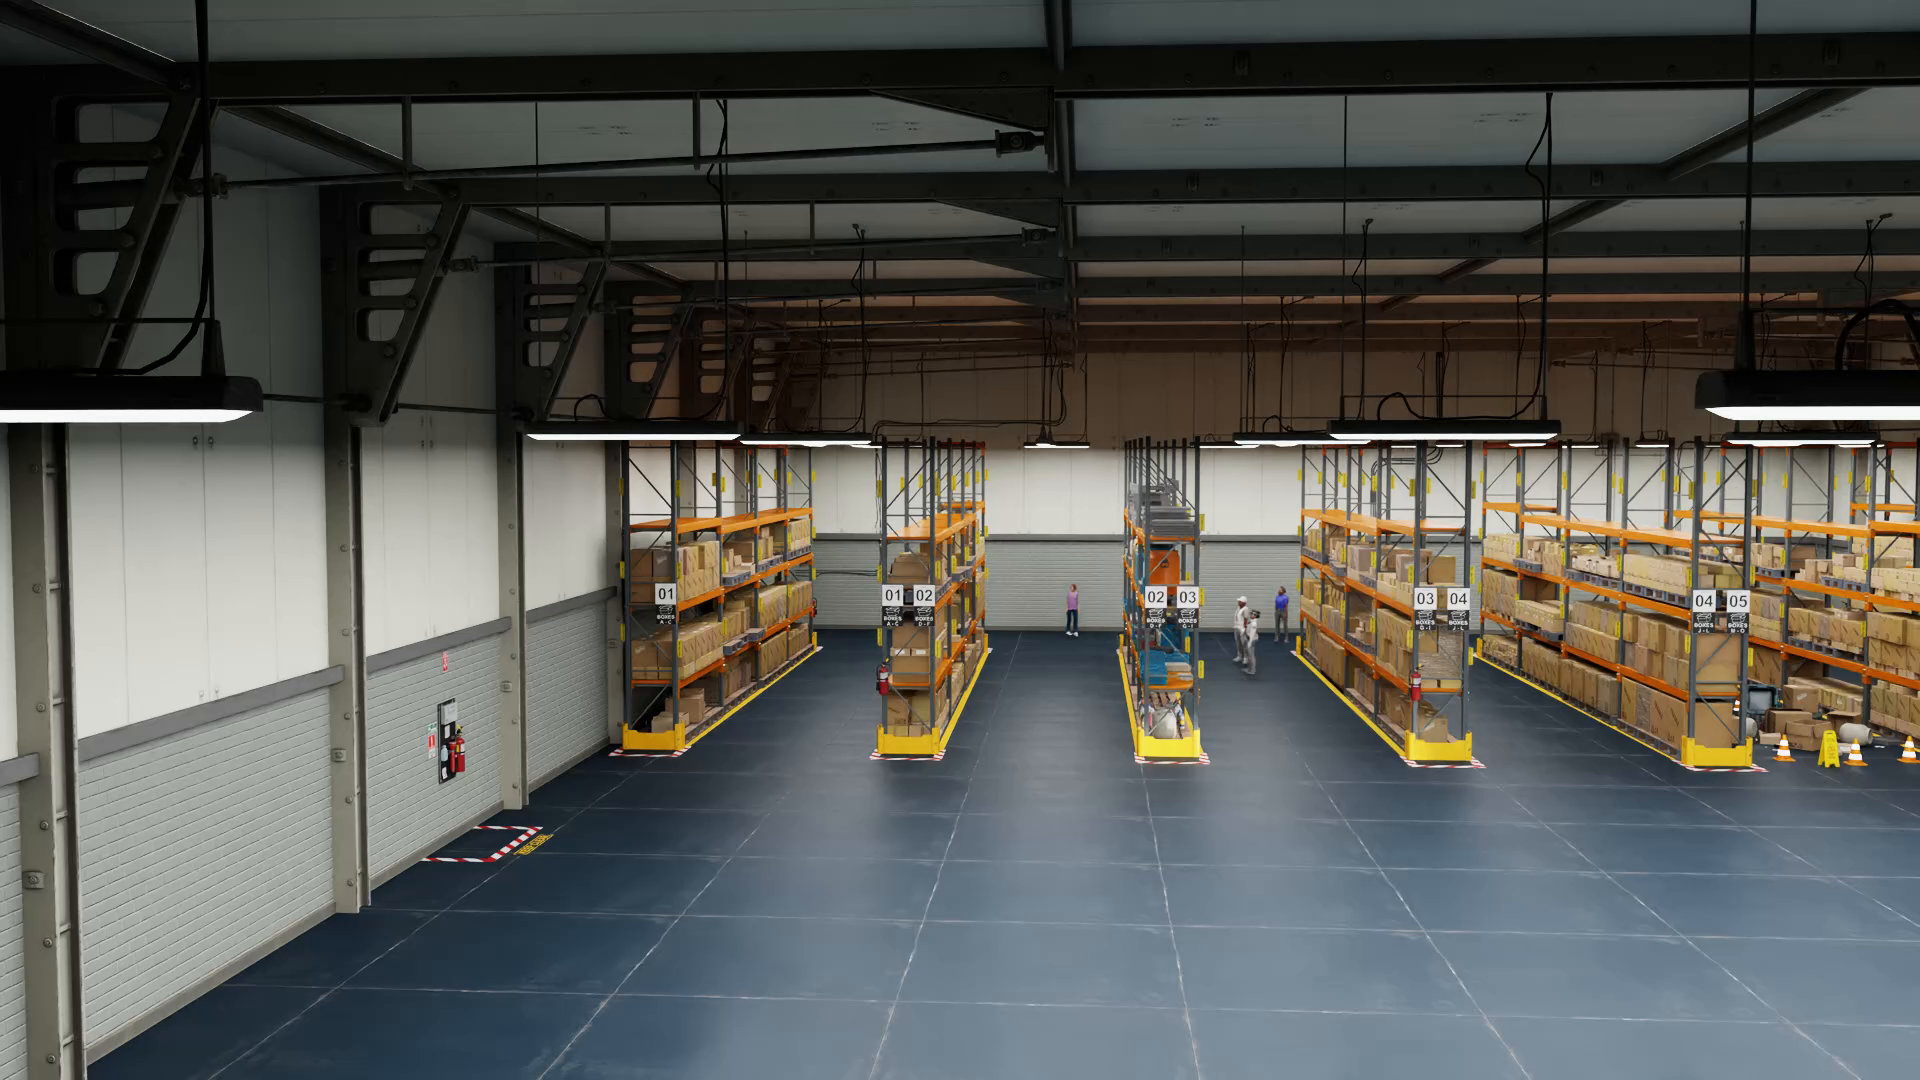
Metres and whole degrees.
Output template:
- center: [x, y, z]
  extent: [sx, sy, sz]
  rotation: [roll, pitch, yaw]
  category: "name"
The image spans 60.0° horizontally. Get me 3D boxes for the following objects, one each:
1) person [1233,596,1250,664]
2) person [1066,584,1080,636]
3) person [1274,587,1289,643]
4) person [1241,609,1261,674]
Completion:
- center: [7.636, 2.433, 45.081]
  extent: [0.418, 1.817, 0.572]
  rotation: [-2, 4, -31]
  category: "person"
- center: [3.500, 2.177, 51.710]
  extent: [0.438, 1.611, 0.468]
  rotation: [-1, 3, -12]
  category: "person"
- center: [9.678, 2.242, 49.956]
  extent: [0.496, 1.690, 0.341]
  rotation: [2, 3, 28]
  category: "person"
- center: [7.457, 2.600, 42.825]
  extent: [0.580, 1.683, 0.507]
  rotation: [2, 3, 27]
  category: "person"
